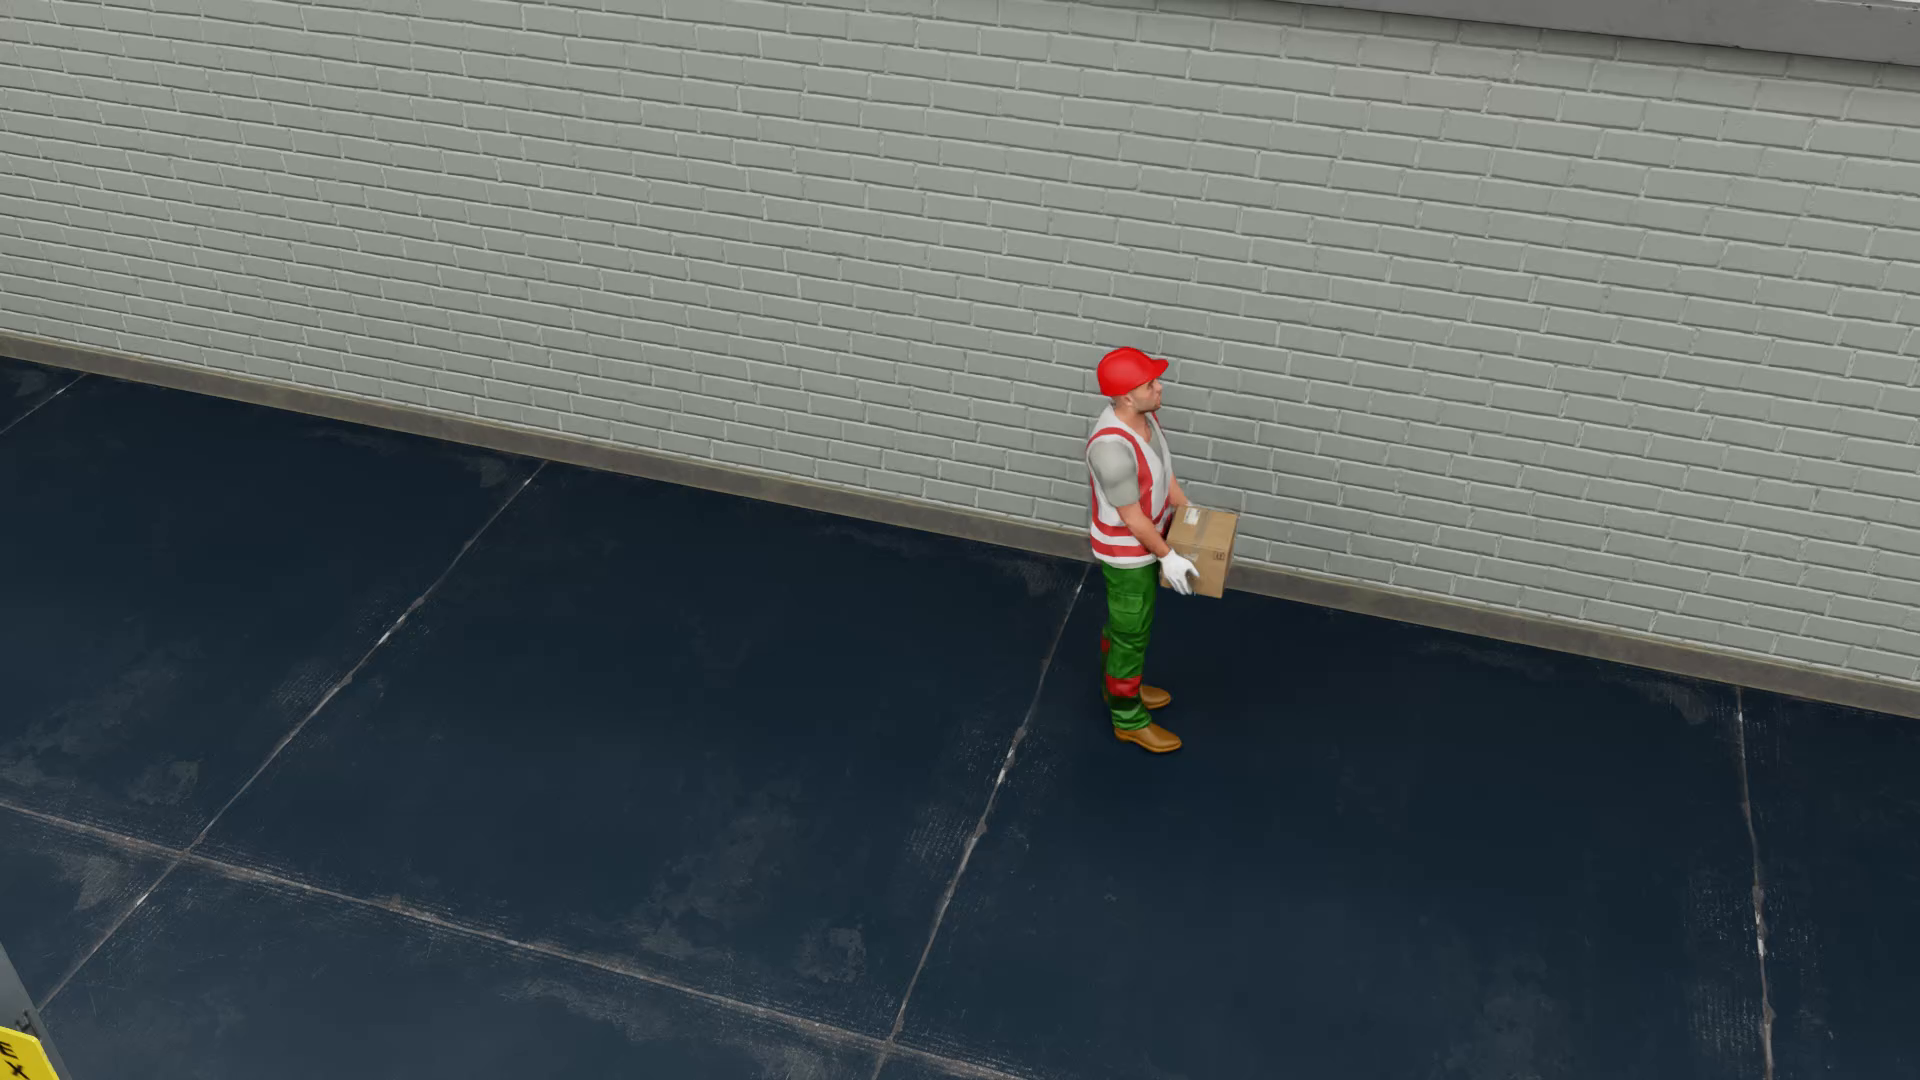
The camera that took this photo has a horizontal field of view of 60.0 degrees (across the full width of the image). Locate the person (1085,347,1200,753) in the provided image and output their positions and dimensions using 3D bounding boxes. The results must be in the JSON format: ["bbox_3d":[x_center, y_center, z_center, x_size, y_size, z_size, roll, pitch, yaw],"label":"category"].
[{"bbox_3d":[0.769,0.025,6.830,0.511,1.793,0.529,10,38,14],"label":"person"}]
